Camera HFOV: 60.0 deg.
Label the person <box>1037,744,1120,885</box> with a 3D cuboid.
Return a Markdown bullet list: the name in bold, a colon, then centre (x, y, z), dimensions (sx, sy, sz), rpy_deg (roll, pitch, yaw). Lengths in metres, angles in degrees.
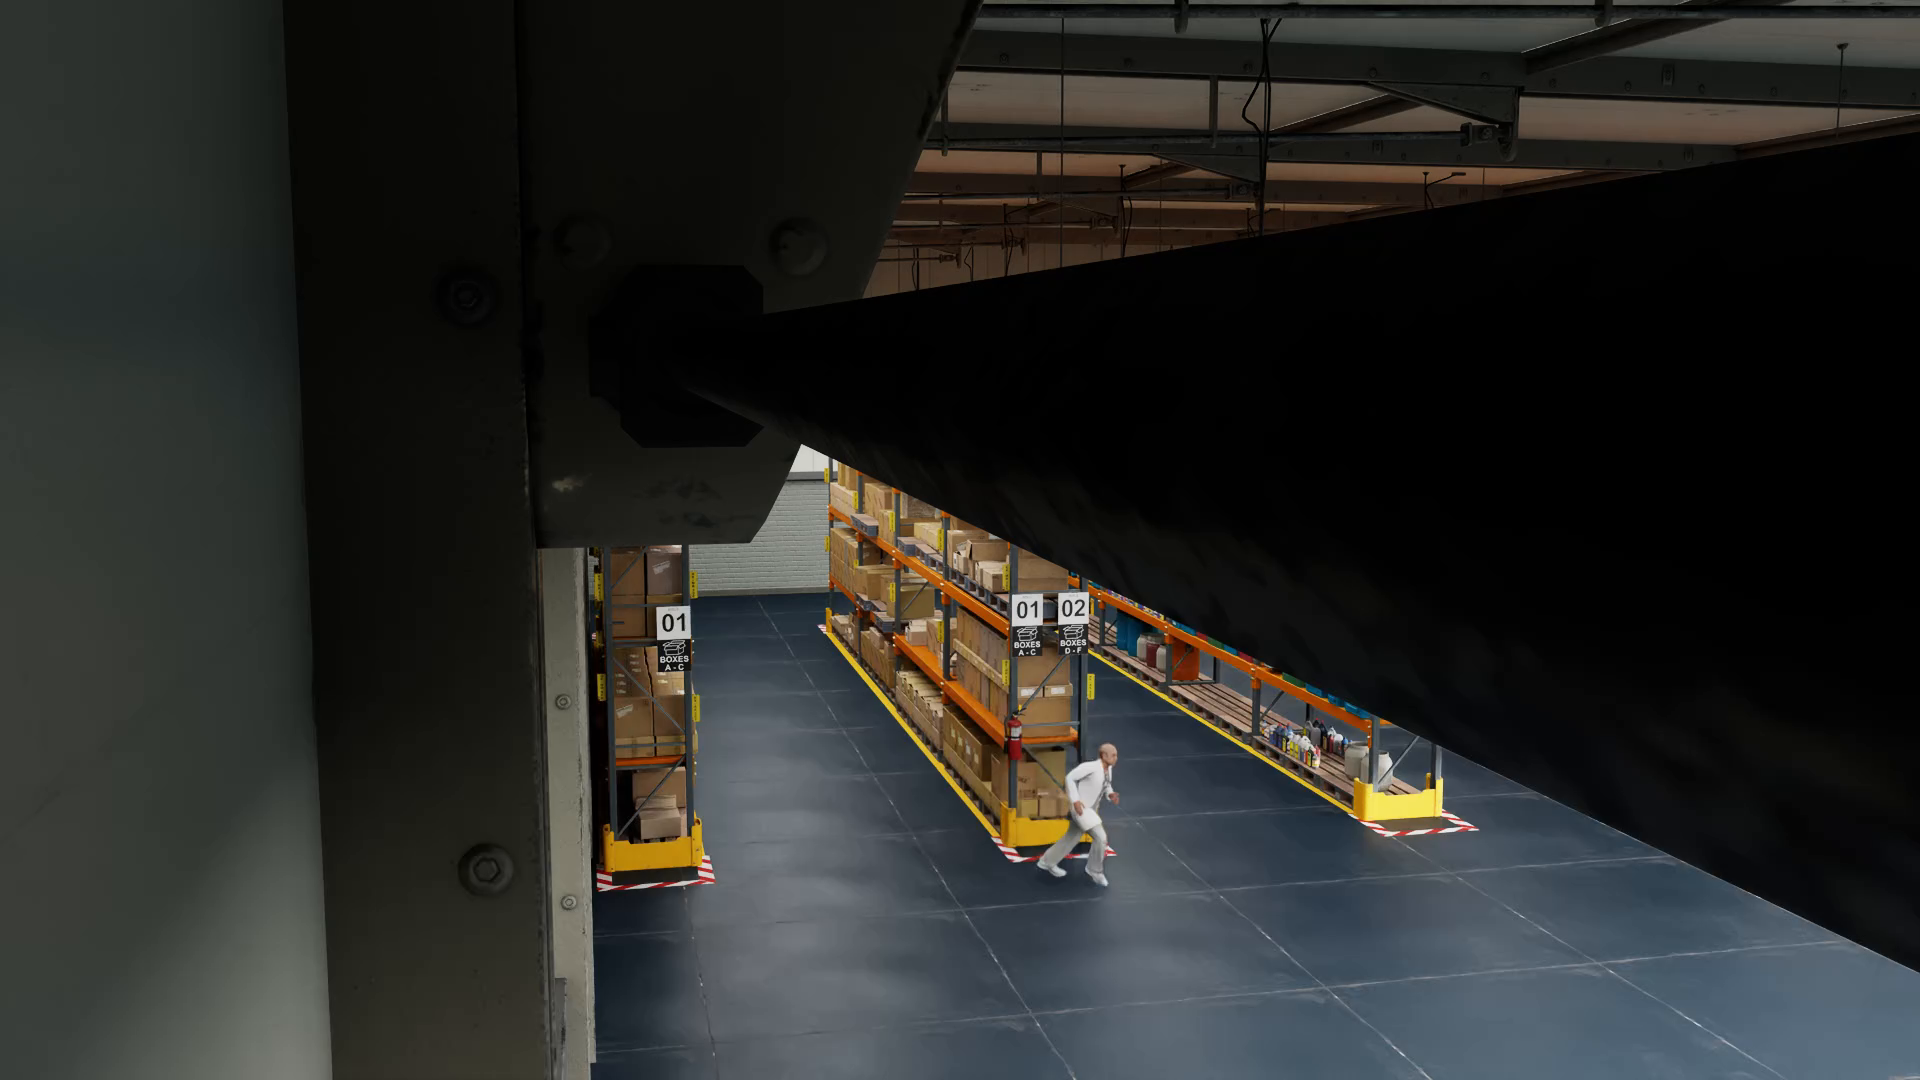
- **person**: centre (1.411, 3.214, 19.630), dimensions (0.978, 1.722, 0.730), rpy_deg (4, 8, 29)
